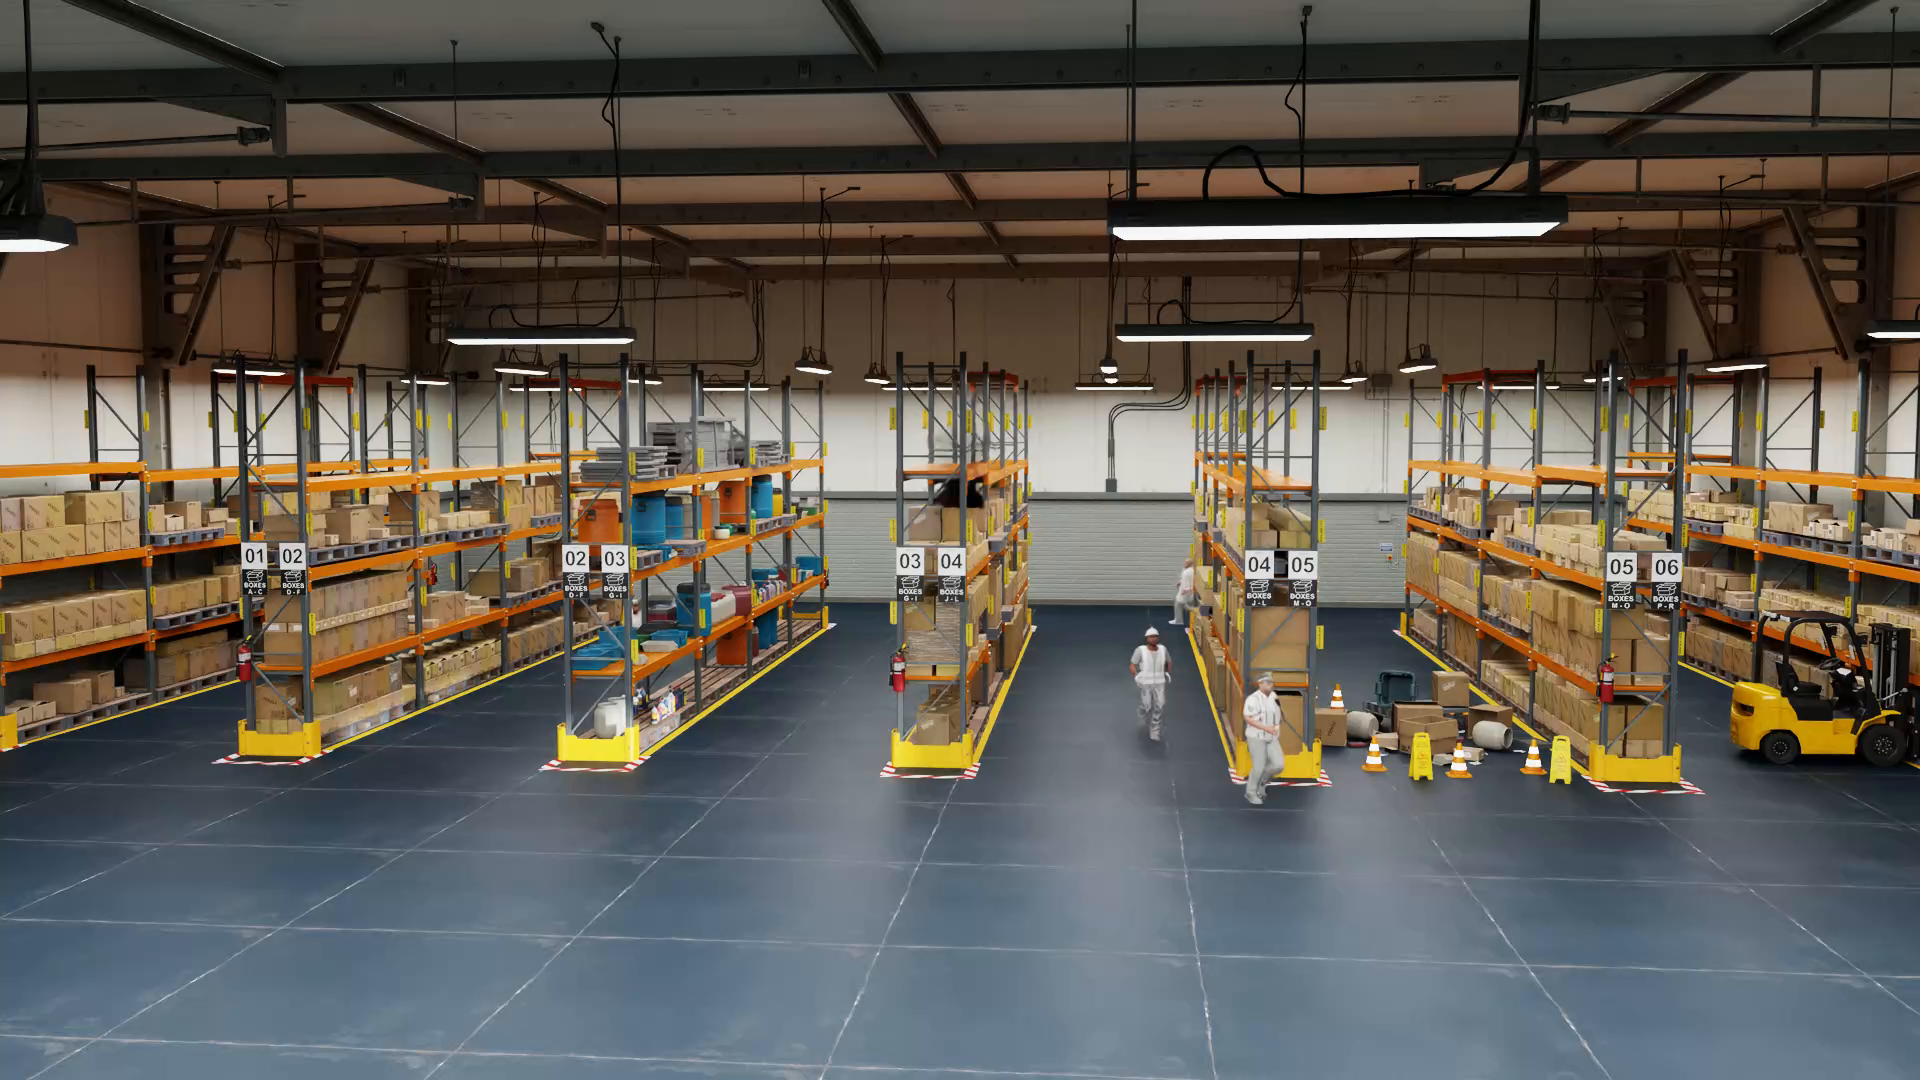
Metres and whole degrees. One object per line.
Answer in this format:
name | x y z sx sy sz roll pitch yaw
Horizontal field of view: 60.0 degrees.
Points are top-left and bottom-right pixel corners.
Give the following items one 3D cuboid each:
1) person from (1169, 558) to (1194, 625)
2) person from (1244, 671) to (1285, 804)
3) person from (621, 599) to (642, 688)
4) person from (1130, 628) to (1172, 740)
person | 5.555 1.266 40.727 0.738 1.679 0.848 0 4 -7
person | 4.037 2.587 21.817 0.699 1.754 0.606 -3 5 -34
person | -6.157 1.952 31.600 0.612 1.648 0.831 0 4 3
person | 3.032 2.265 26.335 0.677 1.746 0.704 -1 4 -8
